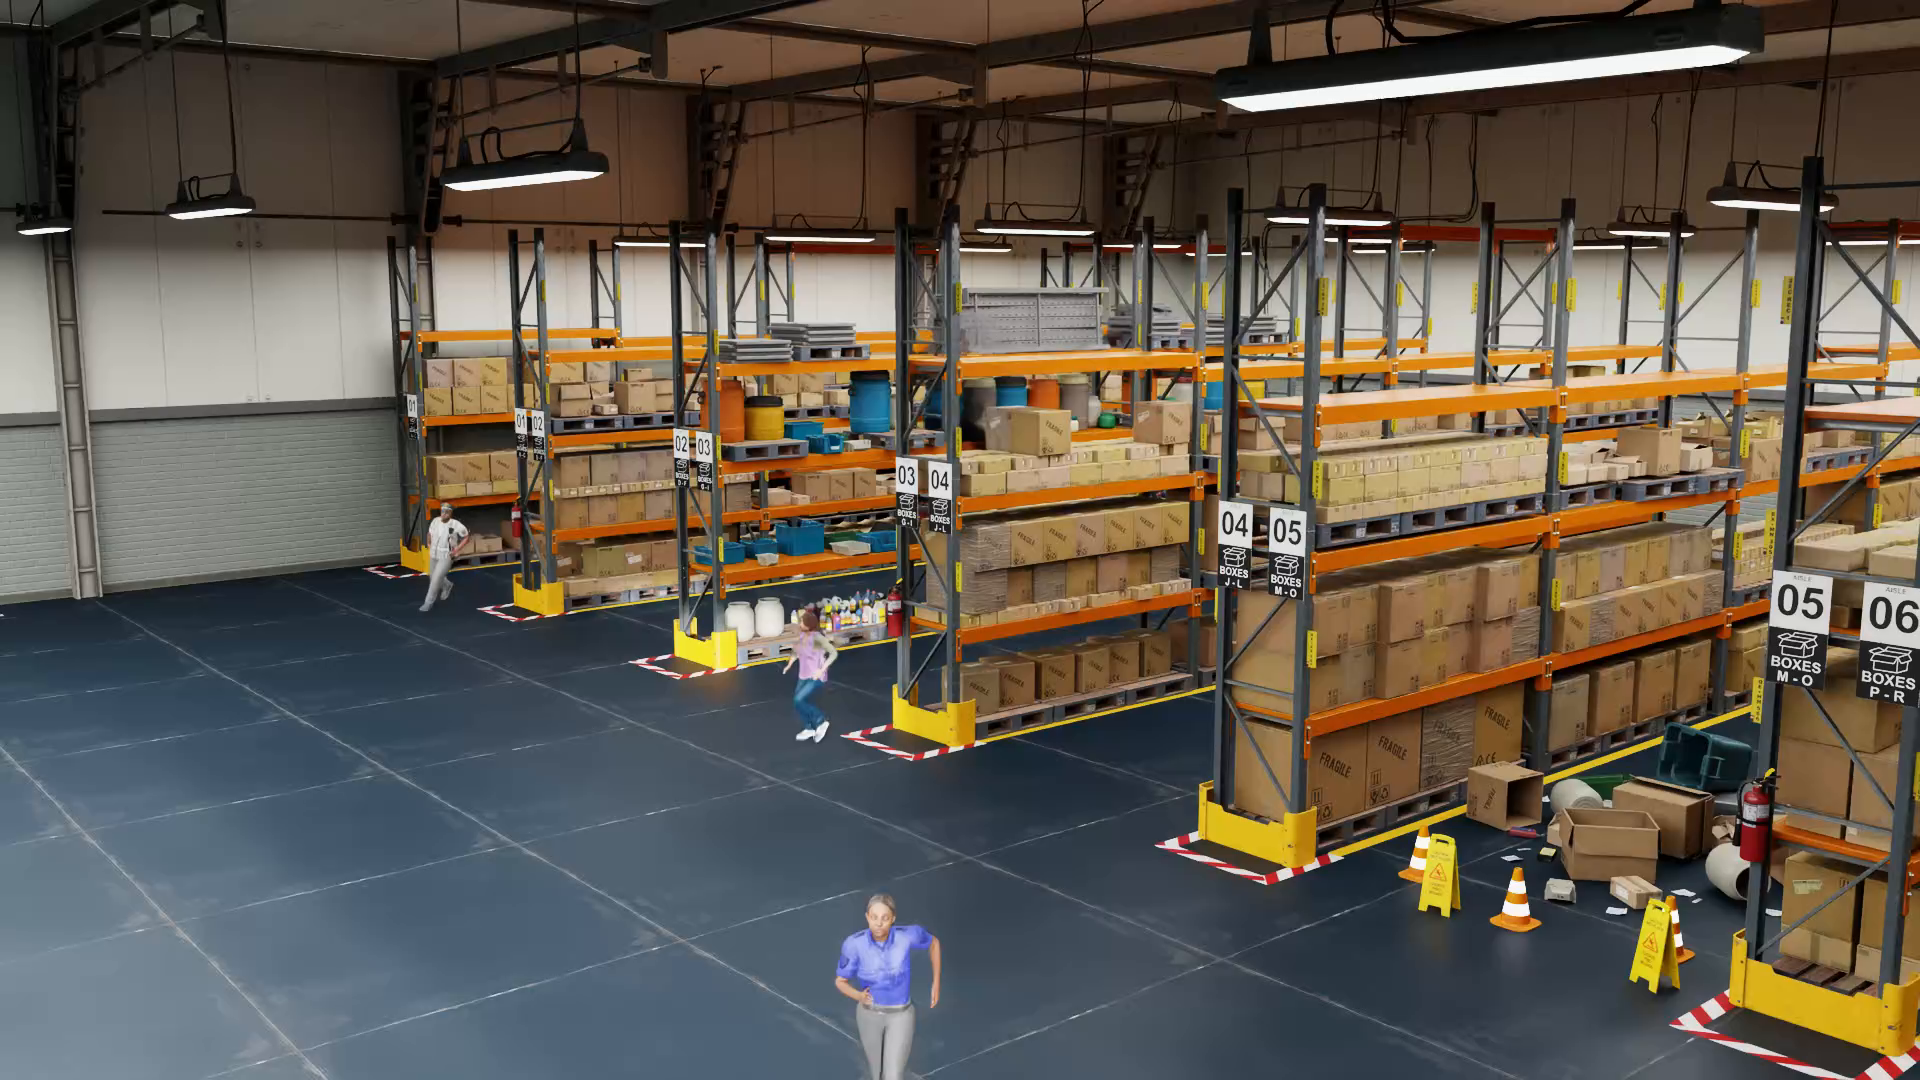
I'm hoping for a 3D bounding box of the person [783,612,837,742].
[{"bbox_3d":[-1.697,1.565,18.677,0.592,1.509,0.640,-8,12,-43],"label":"person"}]

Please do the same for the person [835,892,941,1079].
[{"bbox_3d":[-0.426,2.865,9.873,0.599,1.684,0.833,1,9,5],"label":"person"}]

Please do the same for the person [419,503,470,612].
[{"bbox_3d":[-8.221,0.240,26.644,0.701,1.738,0.900,3,9,17],"label":"person"}]
